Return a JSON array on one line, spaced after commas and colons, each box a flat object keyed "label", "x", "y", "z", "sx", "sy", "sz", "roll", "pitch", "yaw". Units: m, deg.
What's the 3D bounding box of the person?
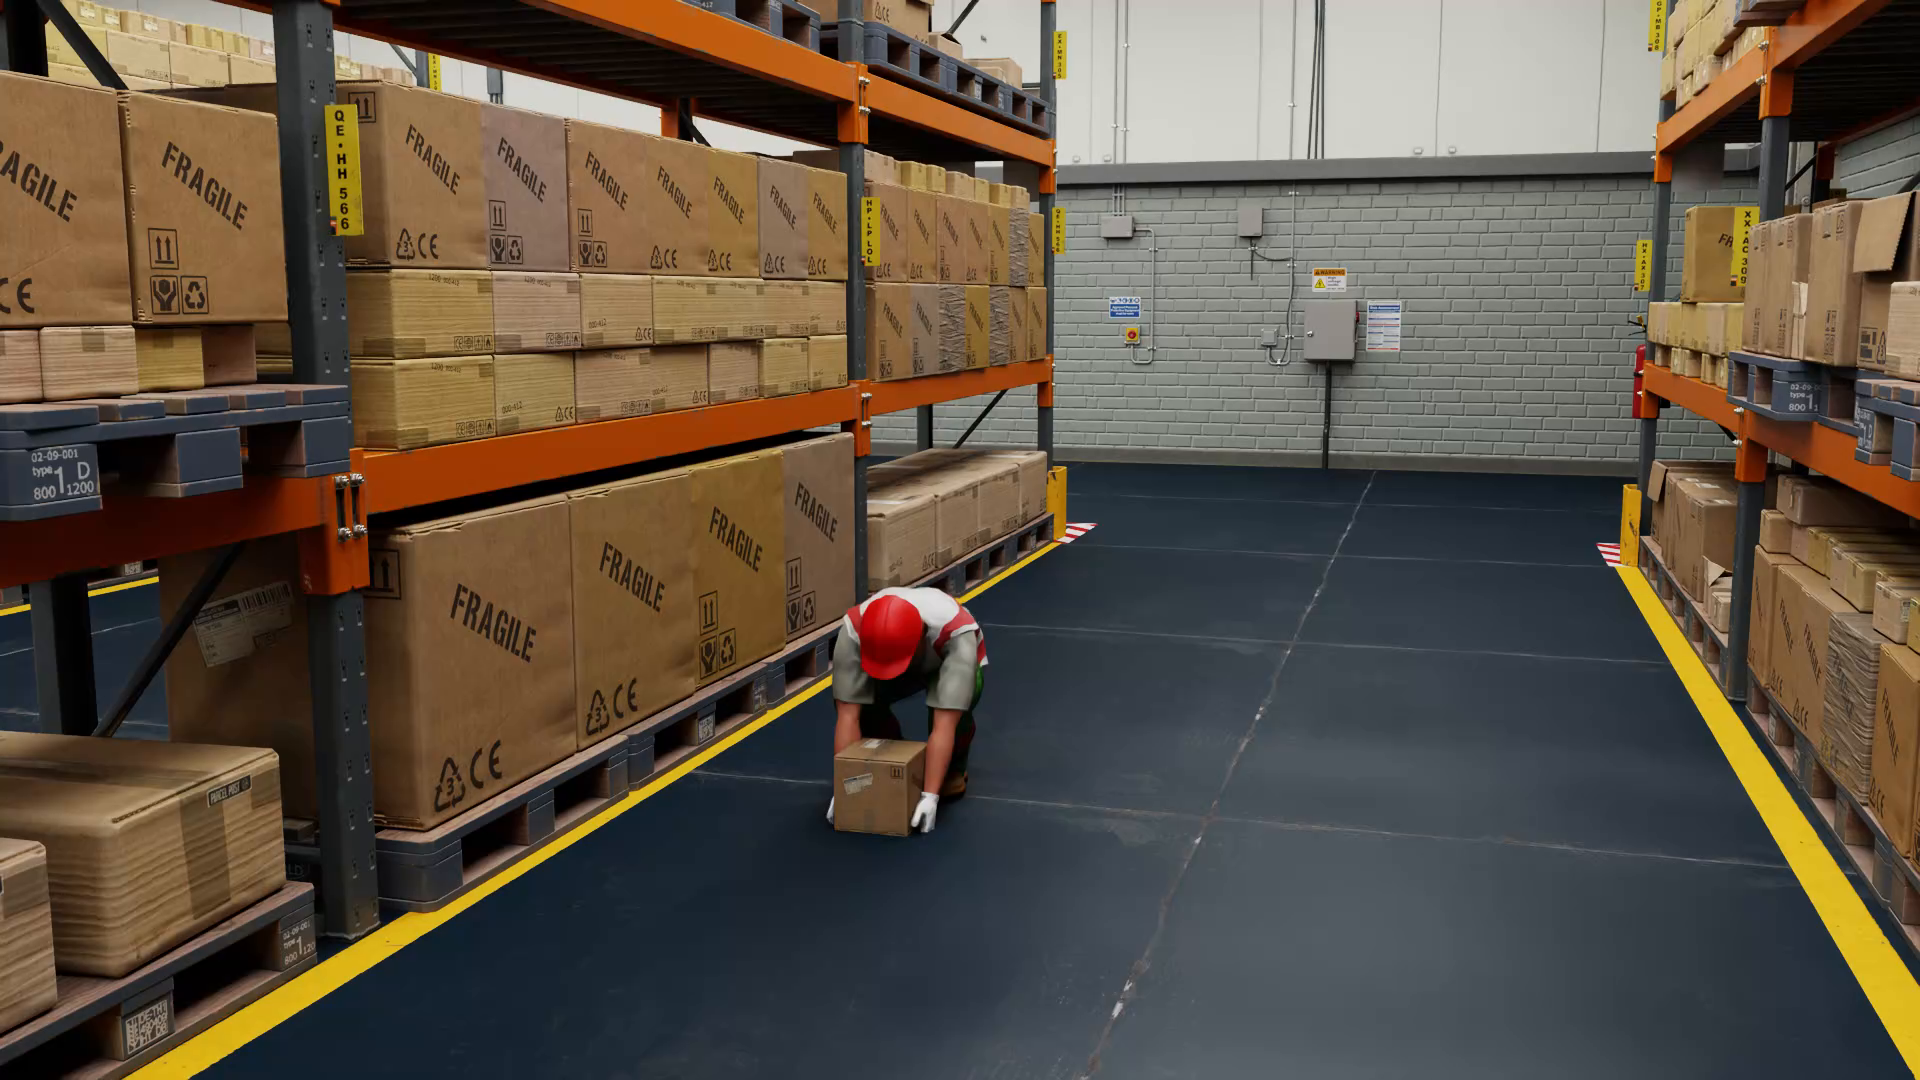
[{"label": "person", "x": -0.139, "y": 0.020, "z": 5.748, "sx": 0.485, "sy": 1.747, "sz": 0.593, "roll": 2, "pitch": 9, "yaw": 16}]
